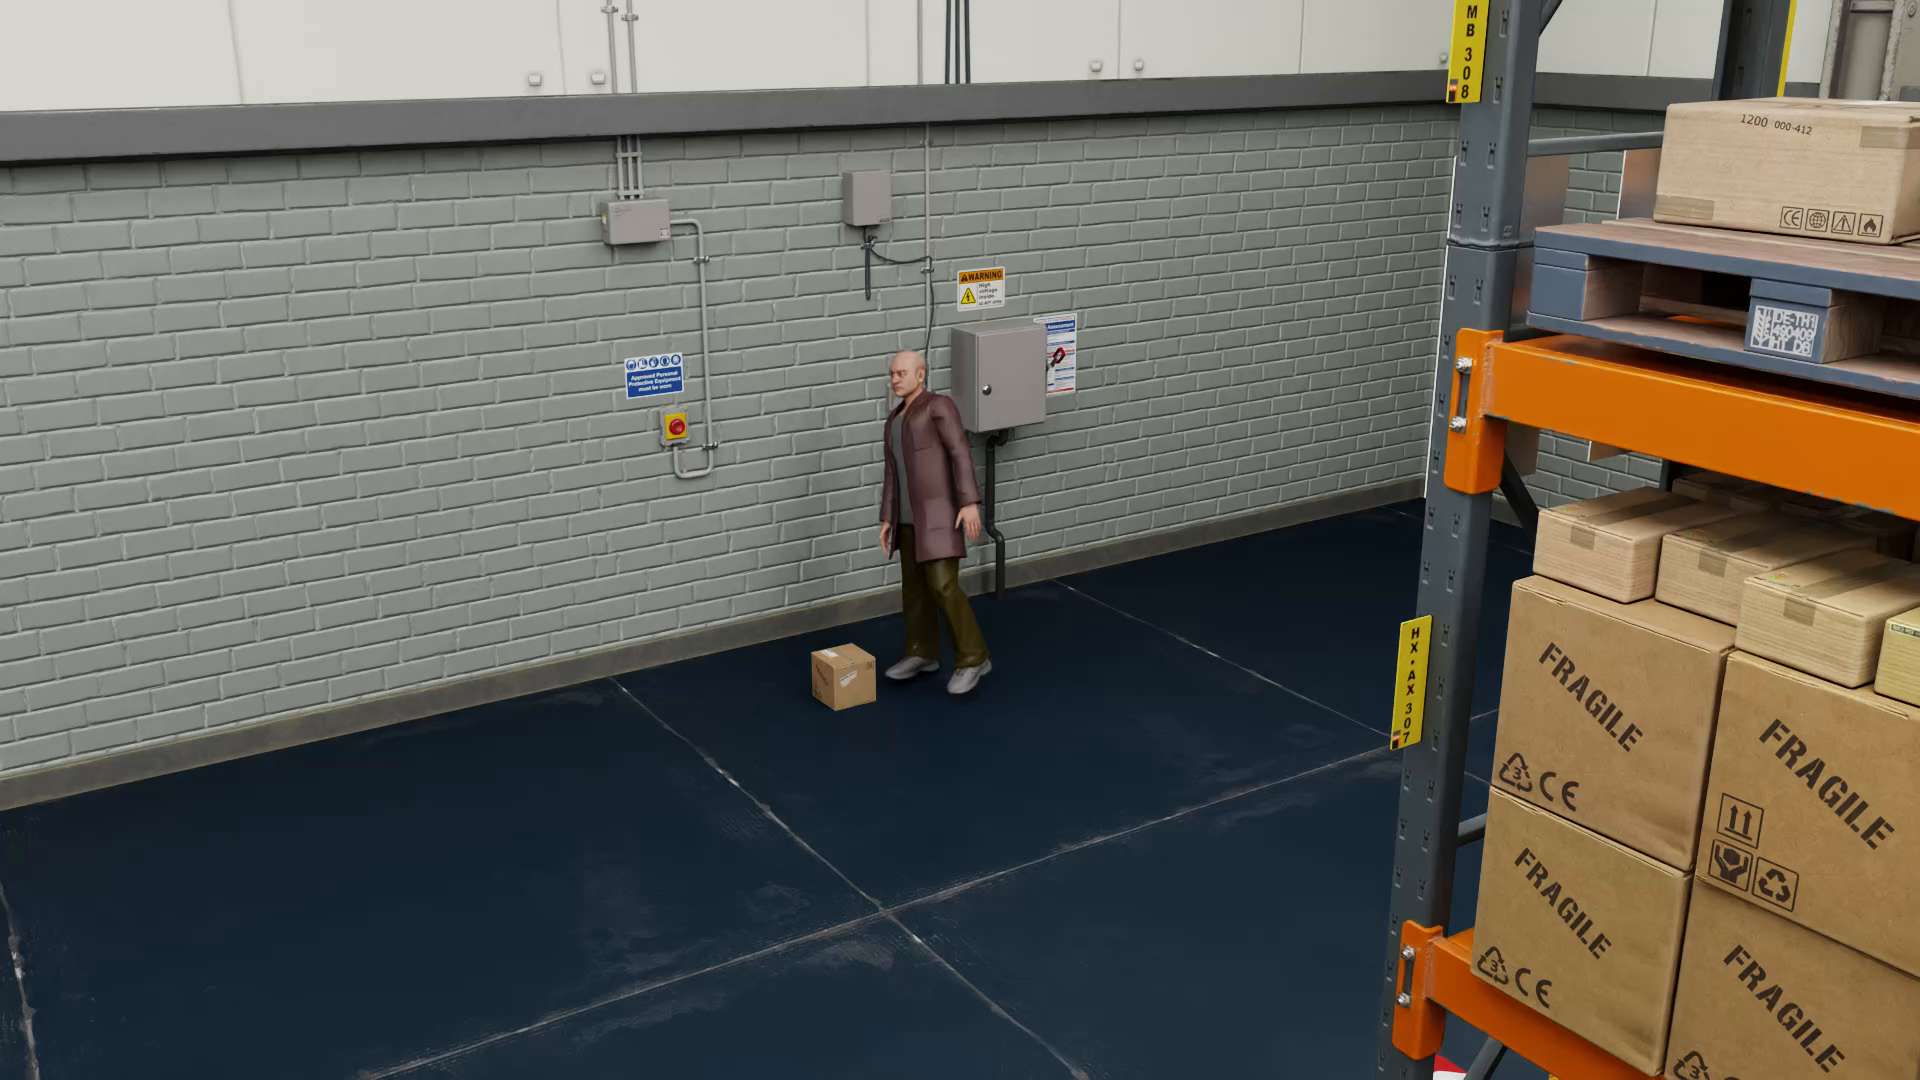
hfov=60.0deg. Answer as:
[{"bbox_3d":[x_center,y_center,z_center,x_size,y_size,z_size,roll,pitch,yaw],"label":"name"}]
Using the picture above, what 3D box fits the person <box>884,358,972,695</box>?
[{"bbox_3d":[-0.171,-0.079,8.833,0.384,1.780,0.569,-11,21,-30],"label":"person"}]
